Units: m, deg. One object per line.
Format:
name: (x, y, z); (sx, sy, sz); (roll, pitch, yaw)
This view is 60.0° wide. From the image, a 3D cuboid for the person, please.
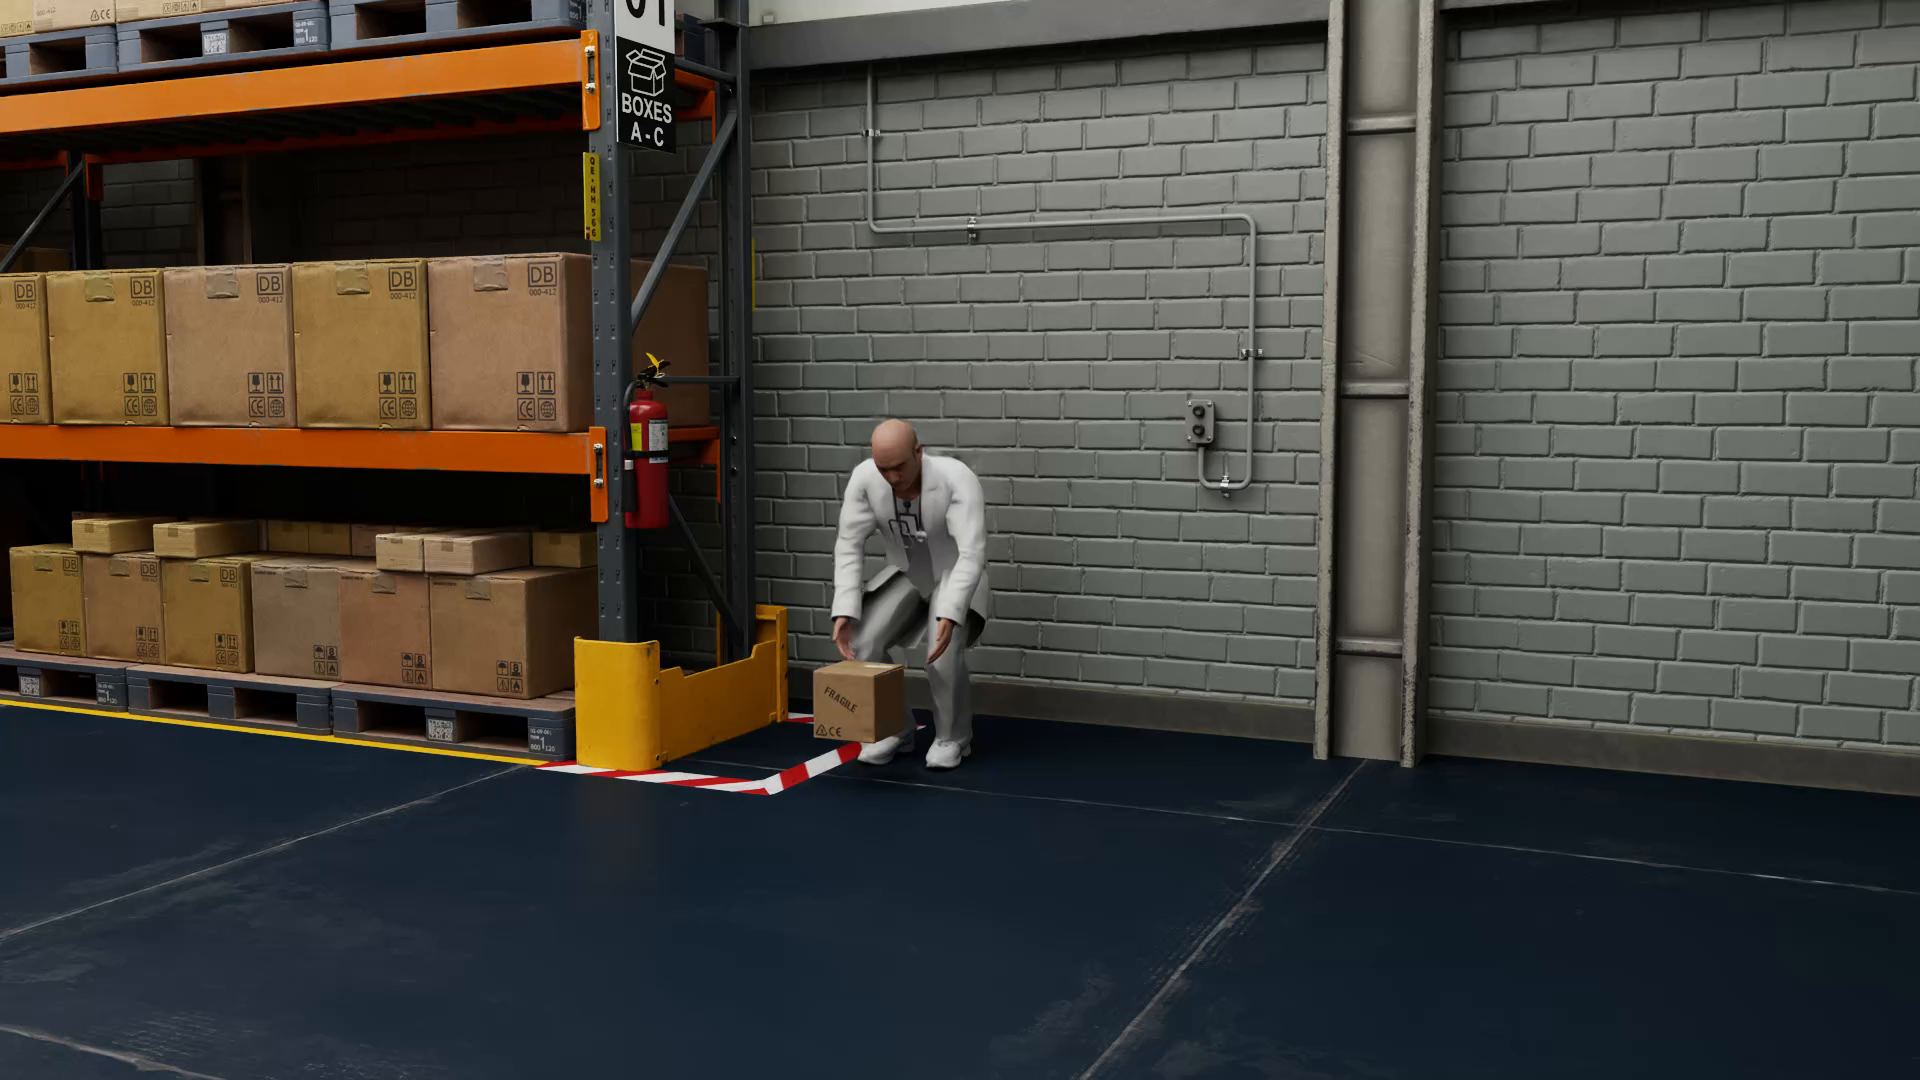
person: (-0.148, 0.204, 6.519); (0.631, 1.365, 0.750); (2, 6, 24)
